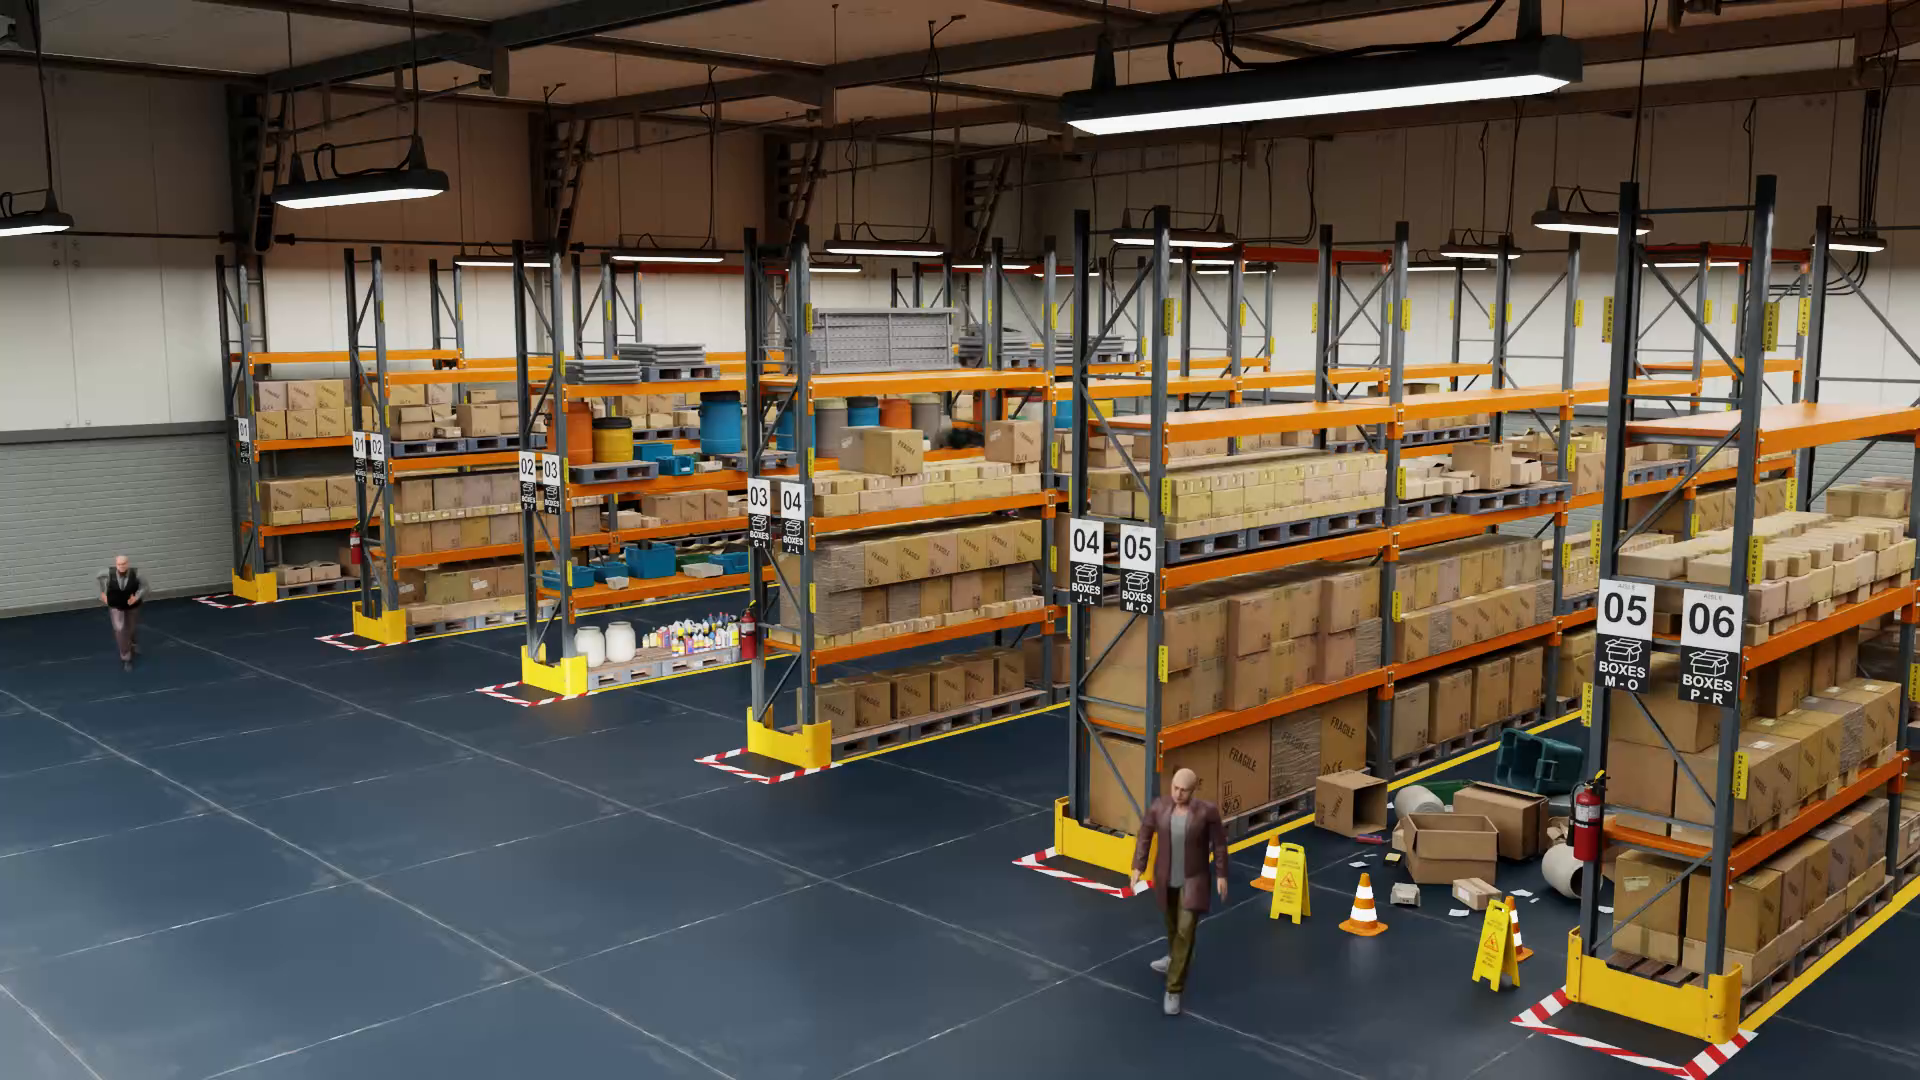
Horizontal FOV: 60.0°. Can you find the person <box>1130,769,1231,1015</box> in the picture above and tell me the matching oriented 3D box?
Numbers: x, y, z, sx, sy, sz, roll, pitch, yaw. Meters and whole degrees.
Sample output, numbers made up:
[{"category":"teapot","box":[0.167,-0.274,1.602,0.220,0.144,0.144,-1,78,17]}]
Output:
[{"category":"person","box":[1.642,2.524,12.381,0.721,1.738,0.972,3,9,22]}]

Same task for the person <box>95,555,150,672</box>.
[{"category":"person","box":[-11.977,1.004,23.877,0.701,1.683,0.995,-3,9,-20]}]
